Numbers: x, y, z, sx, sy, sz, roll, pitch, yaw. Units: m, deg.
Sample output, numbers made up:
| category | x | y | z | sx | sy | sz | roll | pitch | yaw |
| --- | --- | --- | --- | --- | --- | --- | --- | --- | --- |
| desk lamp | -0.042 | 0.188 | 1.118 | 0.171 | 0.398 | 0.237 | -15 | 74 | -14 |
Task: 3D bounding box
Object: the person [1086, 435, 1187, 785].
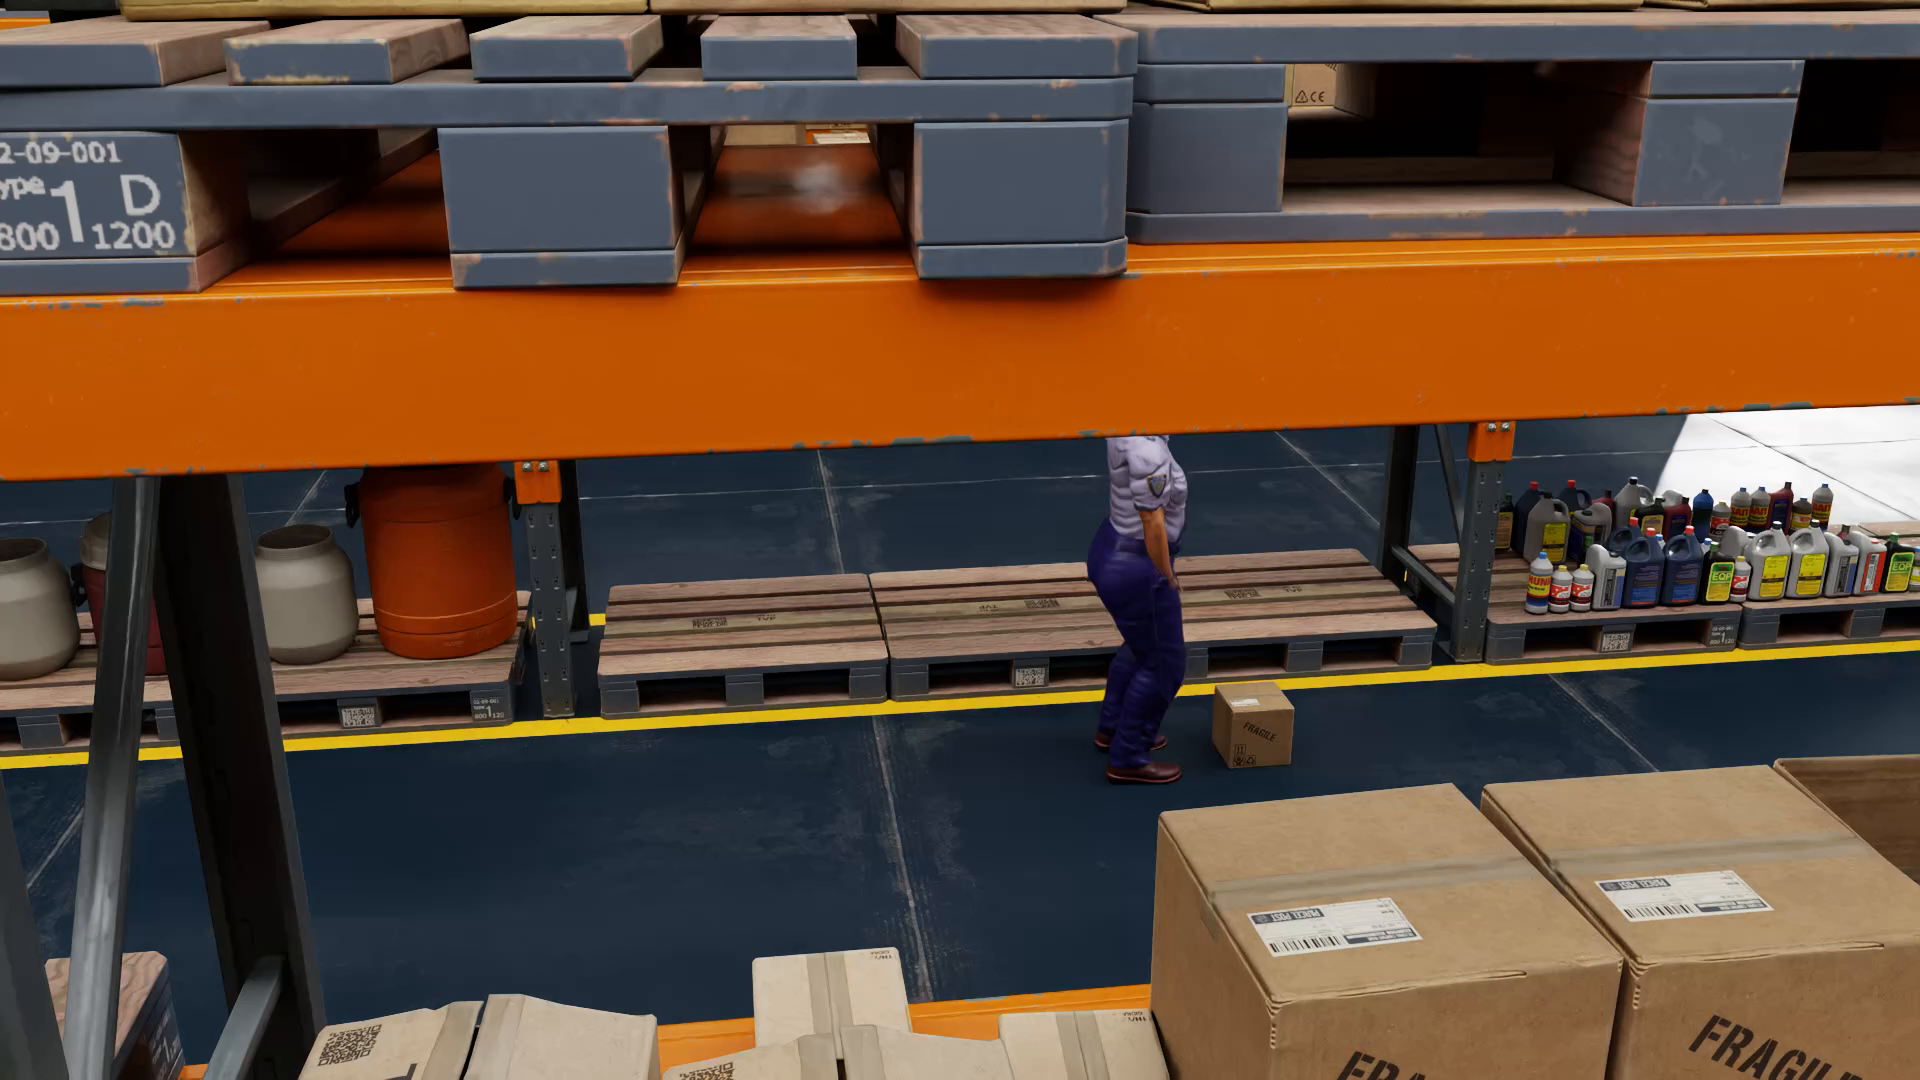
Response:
| category | x | y | z | sx | sy | sz | roll | pitch | yaw |
| --- | --- | --- | --- | --- | --- | --- | --- | --- | --- |
| person | 0.677 | 0.116 | 6.338 | 0.372 | 1.621 | 0.489 | -2 | 20 | -6 |
